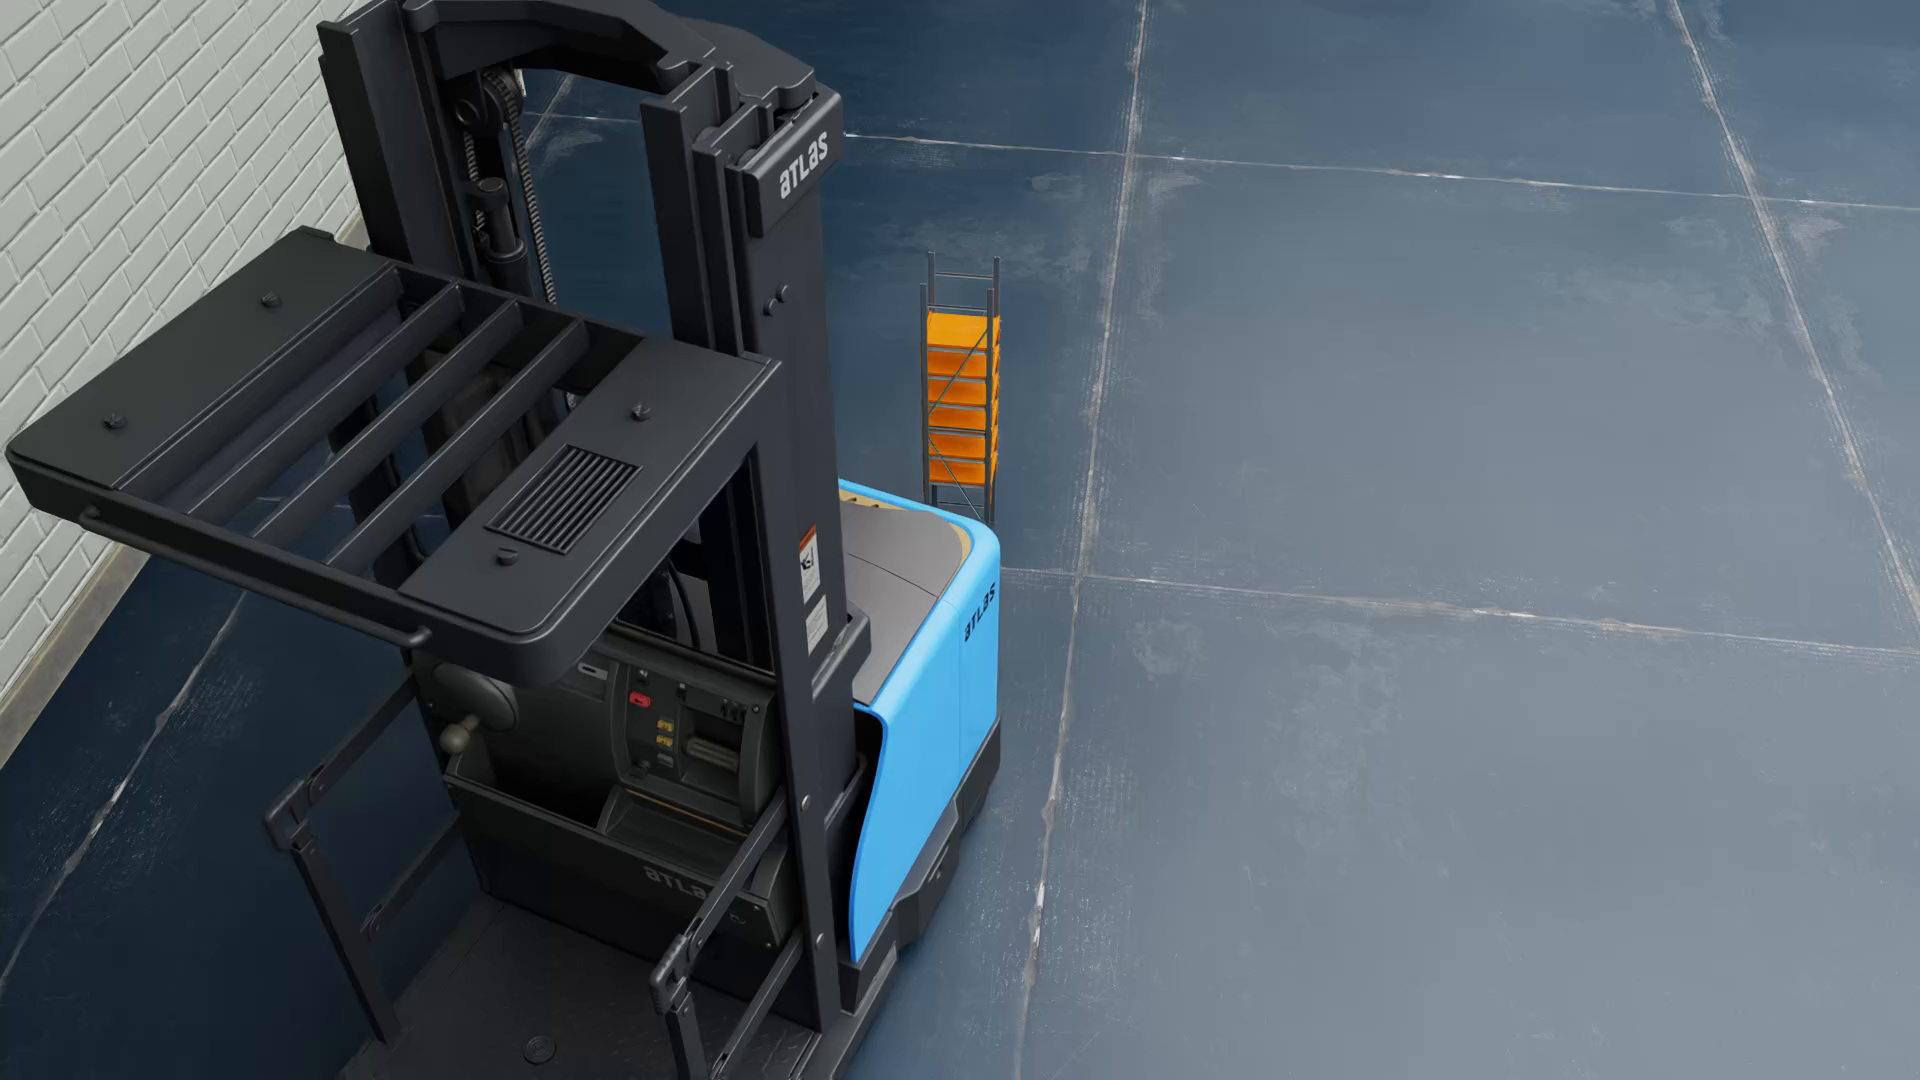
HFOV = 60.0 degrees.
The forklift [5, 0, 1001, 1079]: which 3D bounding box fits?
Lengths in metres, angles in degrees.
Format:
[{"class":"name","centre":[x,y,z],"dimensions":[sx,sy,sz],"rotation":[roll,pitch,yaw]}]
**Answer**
[{"class":"forklift","centre":[-0.937,0.465,3.627],"dimensions":[1.130,2.935,3.031],"rotation":[17,46,17]}]

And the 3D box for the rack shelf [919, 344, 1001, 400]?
[{"class":"rack shelf","centre":[0.002,-0.588,5.713],"dimensions":[0.258,0.103,0.180],"rotation":[5,44,6]}]

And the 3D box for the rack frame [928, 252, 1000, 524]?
[{"class":"rack frame","centre":[0.014,-0.508,5.914],"dimensions":[0.240,1.200,0.006],"rotation":[5,44,6]}]

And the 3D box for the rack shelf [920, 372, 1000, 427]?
[{"class":"rack shelf","centre":[0.002,-0.500,5.796],"dimensions":[0.258,0.103,0.180],"rotation":[5,44,6]}]

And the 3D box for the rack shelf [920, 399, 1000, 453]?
[{"class":"rack shelf","centre":[0.002,-0.413,5.878],"dimensions":[0.258,0.103,0.180],"rotation":[5,44,6]}]

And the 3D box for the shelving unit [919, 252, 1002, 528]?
[{"class":"shelving unit","centre":[0.002,-0.446,5.848],"dimensions":[0.258,1.200,0.189],"rotation":[5,44,6]}]

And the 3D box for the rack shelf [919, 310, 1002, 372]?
[{"class":"rack shelf","centre":[0.002,-0.675,5.631],"dimensions":[0.258,0.103,0.180],"rotation":[5,44,6]}]

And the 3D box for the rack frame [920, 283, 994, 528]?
[{"class":"rack frame","centre":[-0.010,-0.383,5.782],"dimensions":[0.240,1.200,0.006],"rotation":[5,44,6]}]

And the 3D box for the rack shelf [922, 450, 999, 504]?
[{"class":"rack shelf","centre":[0.002,-0.239,6.043],"dimensions":[0.258,0.103,0.180],"rotation":[5,44,6]}]

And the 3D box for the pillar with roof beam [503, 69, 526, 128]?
[{"class":"pillar with roof beam","centre":[1.815,-5.095,5.085],"dimensions":[9.100,9.000,0.400],"rotation":[5,44,6]}]

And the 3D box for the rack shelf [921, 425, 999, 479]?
[{"class":"rack shelf","centre":[0.002,-0.326,5.961],"dimensions":[0.258,0.103,0.180],"rotation":[5,44,6]}]
